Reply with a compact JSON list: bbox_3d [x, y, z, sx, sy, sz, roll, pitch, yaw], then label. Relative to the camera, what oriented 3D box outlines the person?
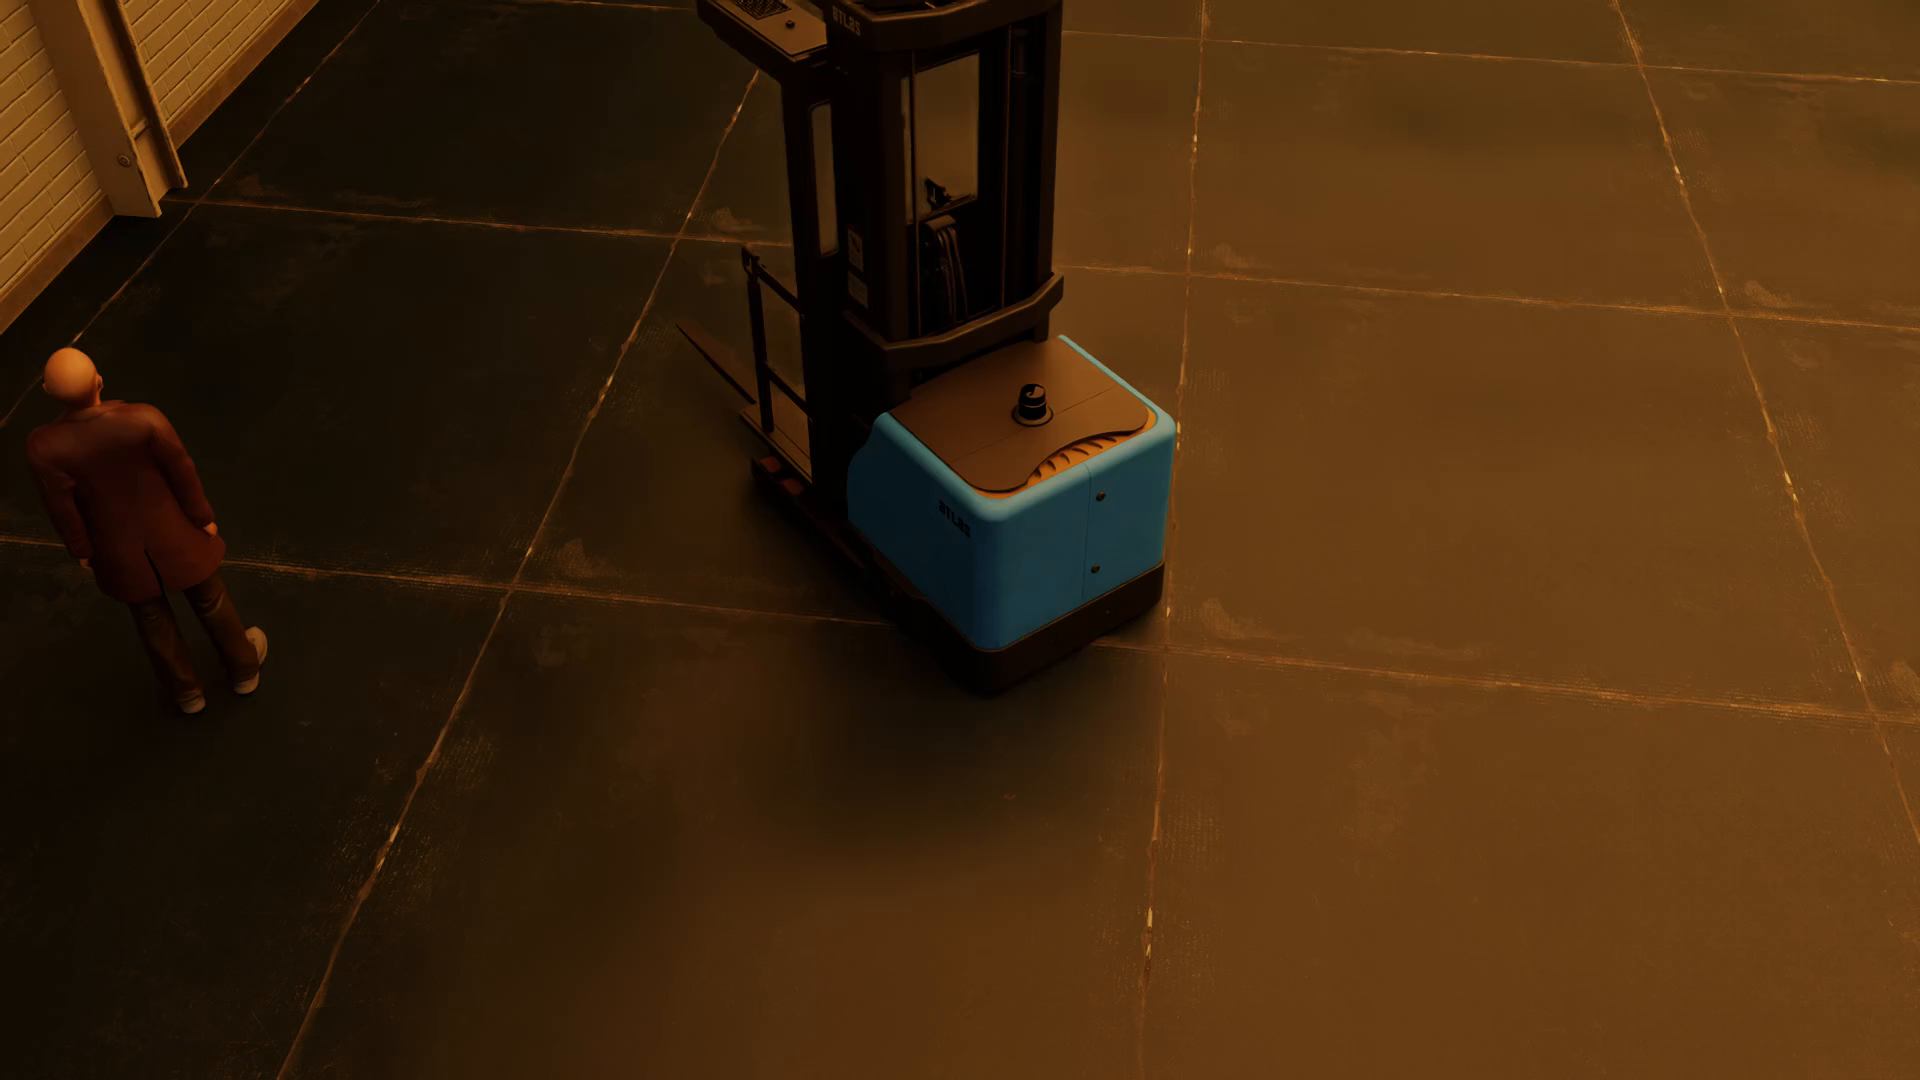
[{"bbox_3d":[-3.259,-0.049,6.627,0.548,1.782,0.388,-18,45,-18],"label":"person"}]

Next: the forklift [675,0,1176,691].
[{"bbox_3d":[-0.359,-1.393,7.241,1.130,2.935,3.031,-26,49,-26],"label":"forklift"}]
